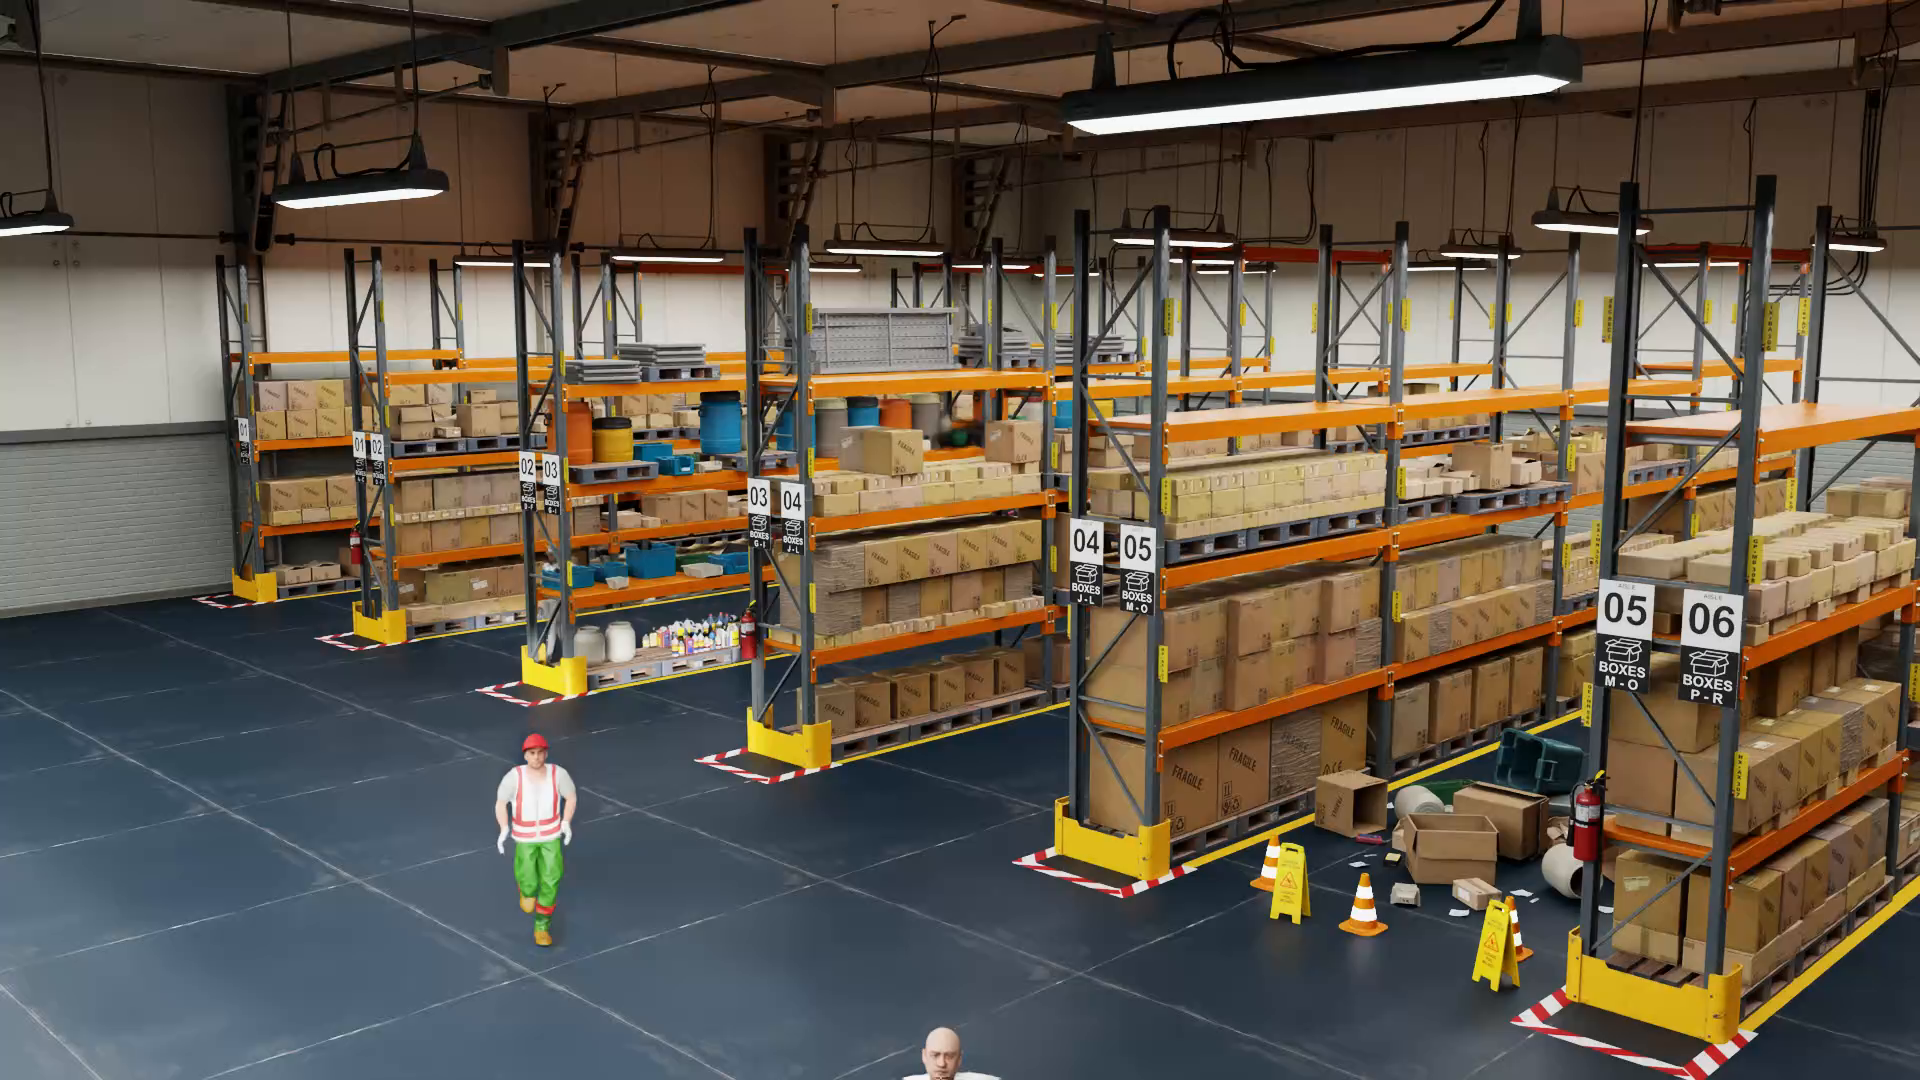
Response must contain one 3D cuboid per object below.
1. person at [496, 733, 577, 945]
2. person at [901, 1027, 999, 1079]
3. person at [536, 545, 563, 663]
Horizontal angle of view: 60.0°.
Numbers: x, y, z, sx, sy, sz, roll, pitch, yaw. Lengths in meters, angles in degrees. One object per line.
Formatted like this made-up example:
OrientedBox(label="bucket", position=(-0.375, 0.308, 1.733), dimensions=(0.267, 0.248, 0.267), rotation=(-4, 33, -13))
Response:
OrientedBox(label="person", position=(-3.453, 2.402, 13.594), dimensions=(0.649, 1.733, 0.632), rotation=(-3, 9, -18))
OrientedBox(label="person", position=(-0.073, 3.193, 7.998), dimensions=(0.754, 1.743, 0.647), rotation=(0, 8, 1))
OrientedBox(label="person", position=(-5.880, 0.896, 24.096), dimensions=(0.583, 1.681, 0.915), rotation=(4, 9, 28))
